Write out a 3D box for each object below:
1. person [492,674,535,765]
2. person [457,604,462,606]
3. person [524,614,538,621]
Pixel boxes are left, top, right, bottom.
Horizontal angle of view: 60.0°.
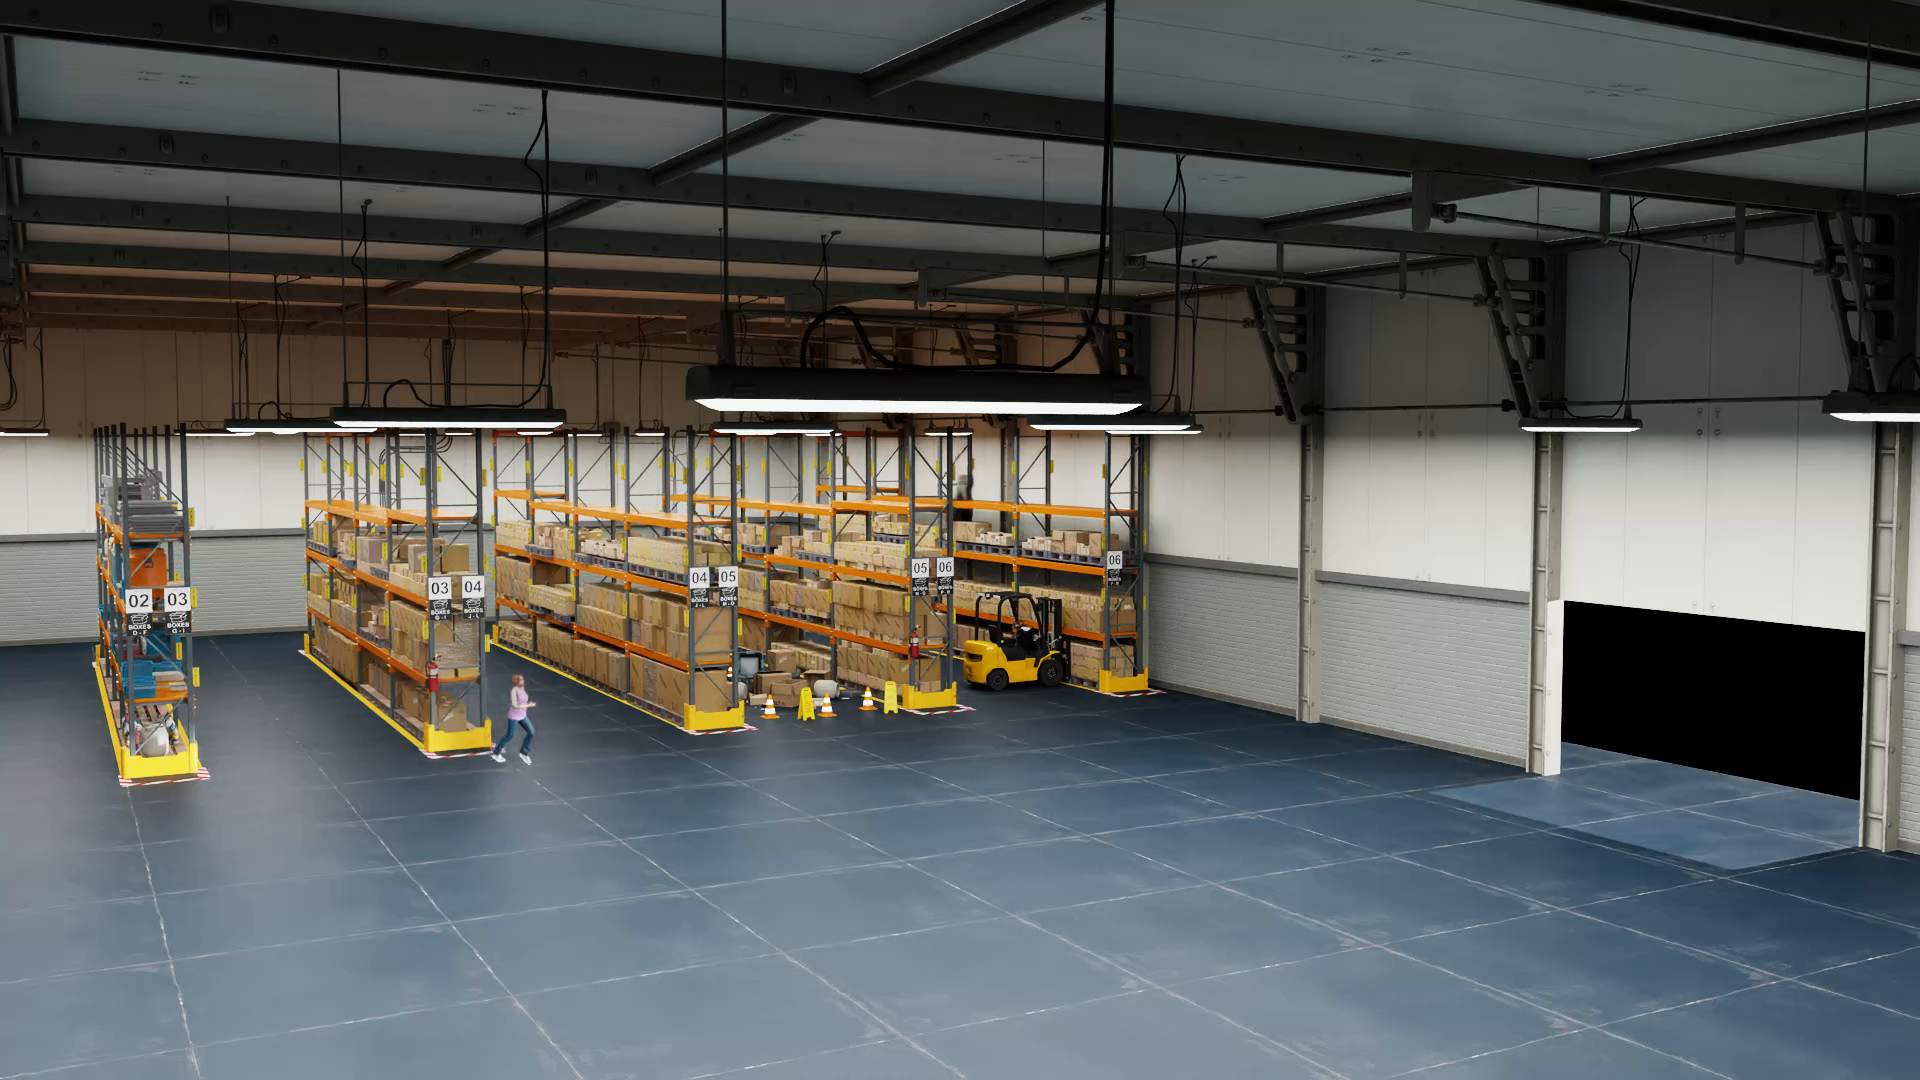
[{"bbox_3d":[-7.800,3.153,29.231,0.829,1.618,0.549,1,4,15],"label":"person"},{"bbox_3d":[-14.111,2.113,46.002,0.697,1.695,0.819,0,3,5],"label":"person"},{"bbox_3d":[-12.429,1.929,48.515,0.505,1.560,0.742,1,4,18],"label":"person"}]
